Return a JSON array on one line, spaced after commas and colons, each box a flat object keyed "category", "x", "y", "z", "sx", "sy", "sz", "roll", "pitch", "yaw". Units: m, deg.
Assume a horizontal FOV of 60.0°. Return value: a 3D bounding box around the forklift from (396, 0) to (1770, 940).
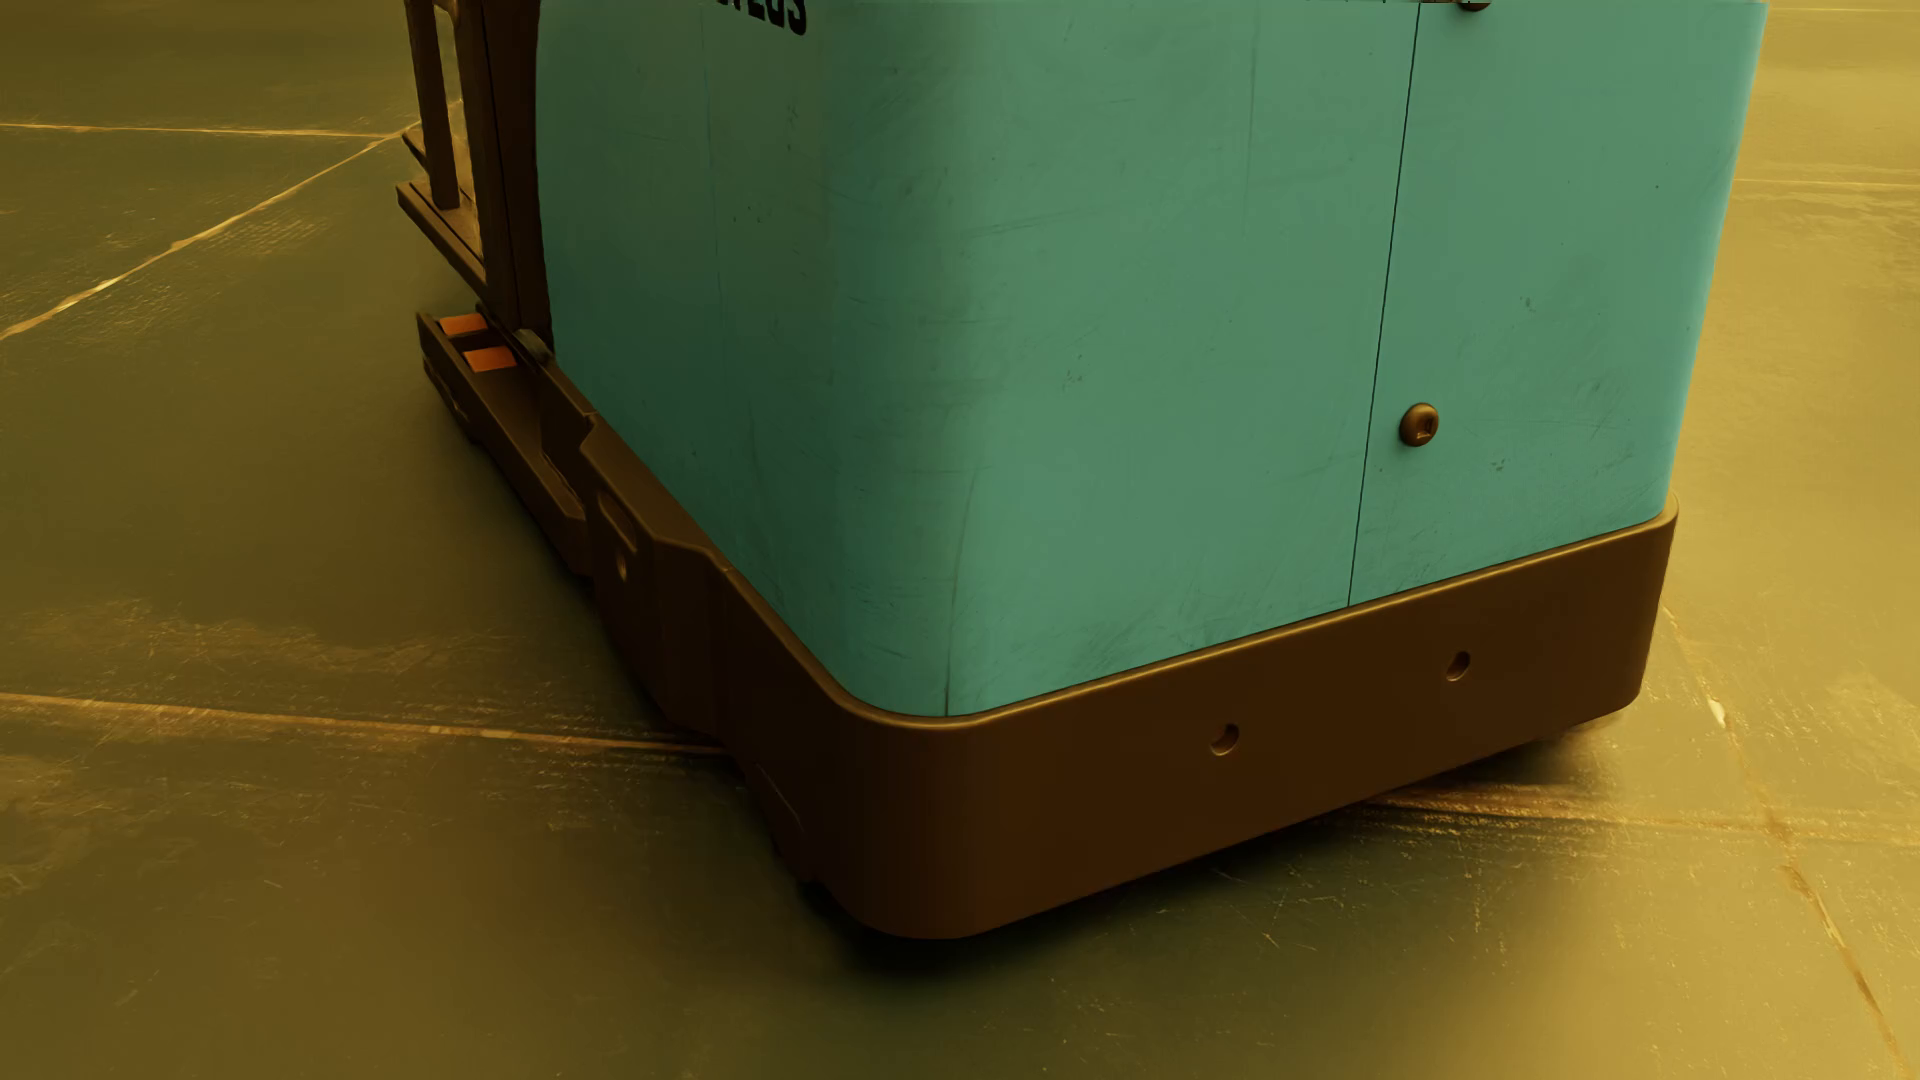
[{"category": "forklift", "x": -0.313, "y": -1.557, "z": 2.339, "sx": 1.130, "sy": 2.935, "sz": 3.031, "roll": -13, "pitch": 29, "yaw": -25}]
